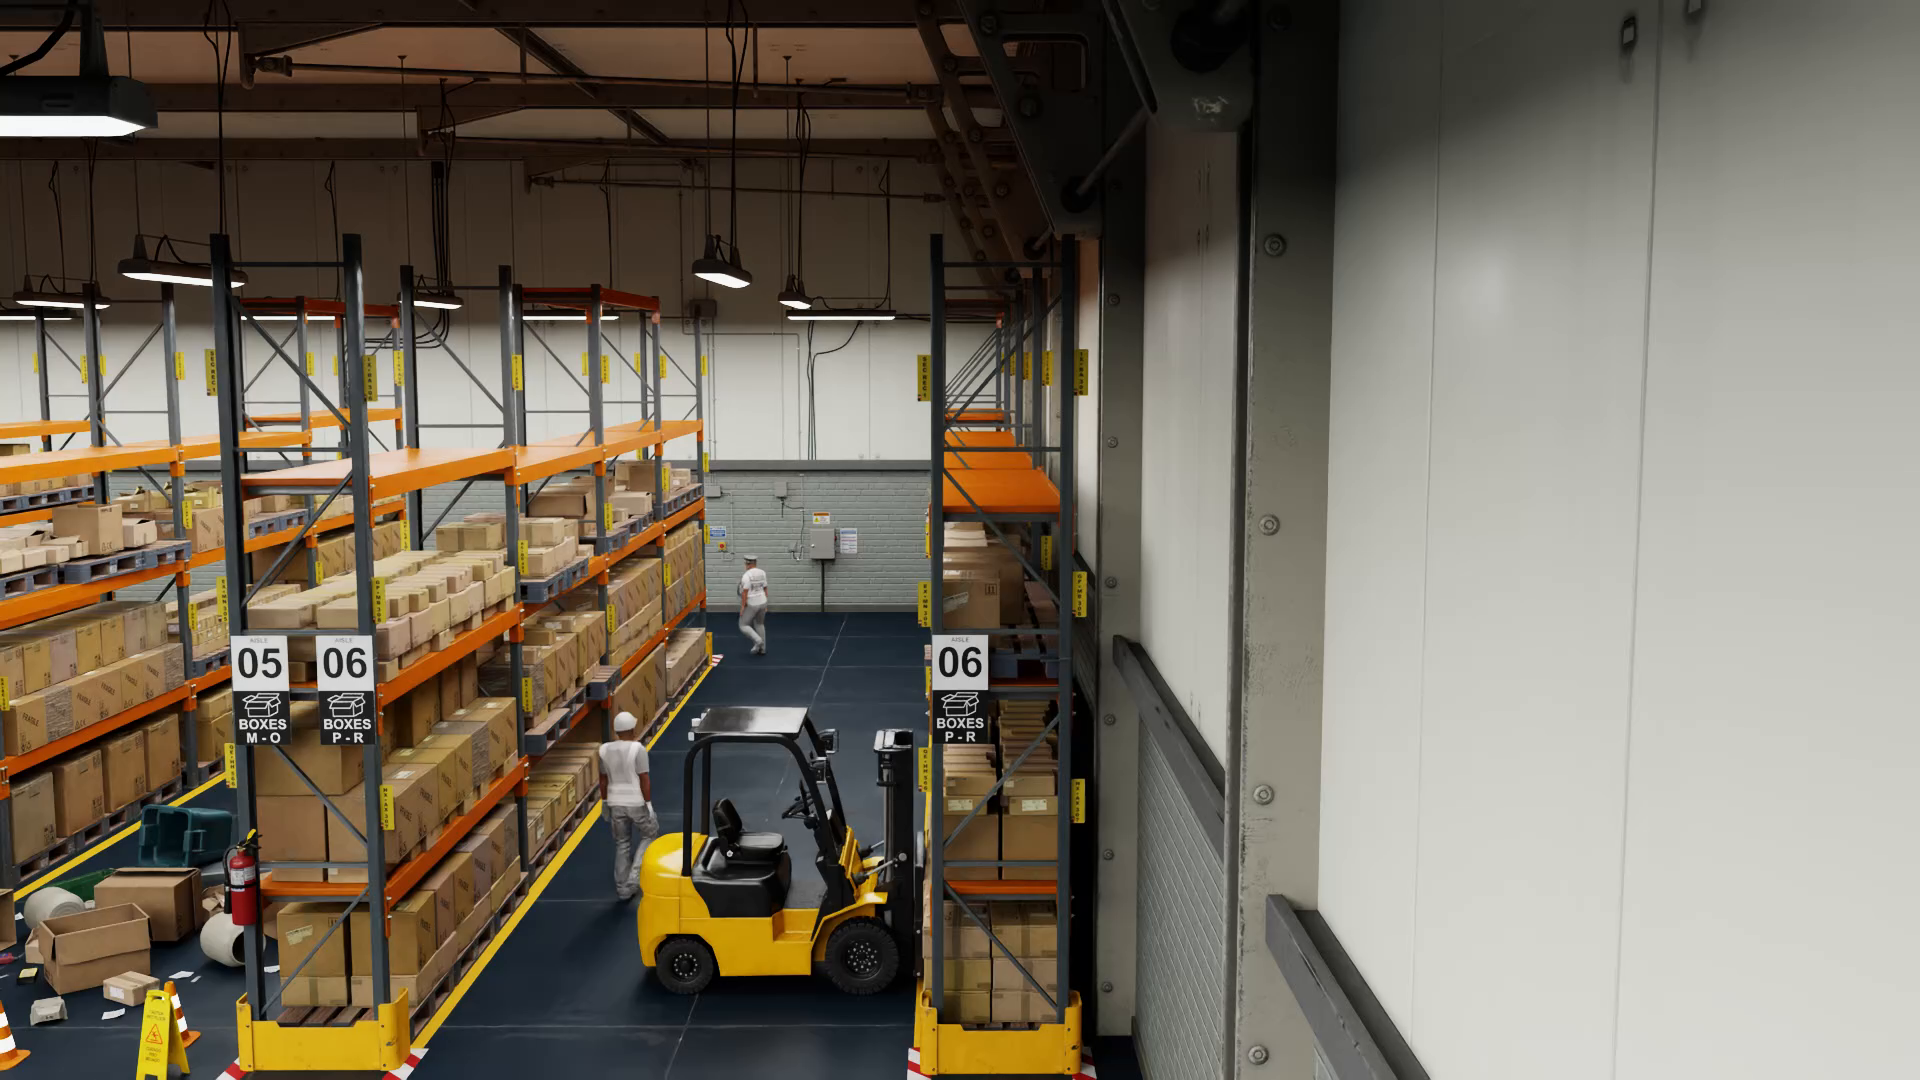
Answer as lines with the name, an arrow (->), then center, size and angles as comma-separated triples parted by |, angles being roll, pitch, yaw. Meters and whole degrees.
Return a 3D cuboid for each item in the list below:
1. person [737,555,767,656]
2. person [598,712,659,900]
person -> -3.533, 1.129, 28.694 | 0.576, 1.735, 0.593 | 5, 8, 38
person -> -3.183, 2.532, 15.861 | 0.593, 1.772, 0.498 | 1, 6, 10
